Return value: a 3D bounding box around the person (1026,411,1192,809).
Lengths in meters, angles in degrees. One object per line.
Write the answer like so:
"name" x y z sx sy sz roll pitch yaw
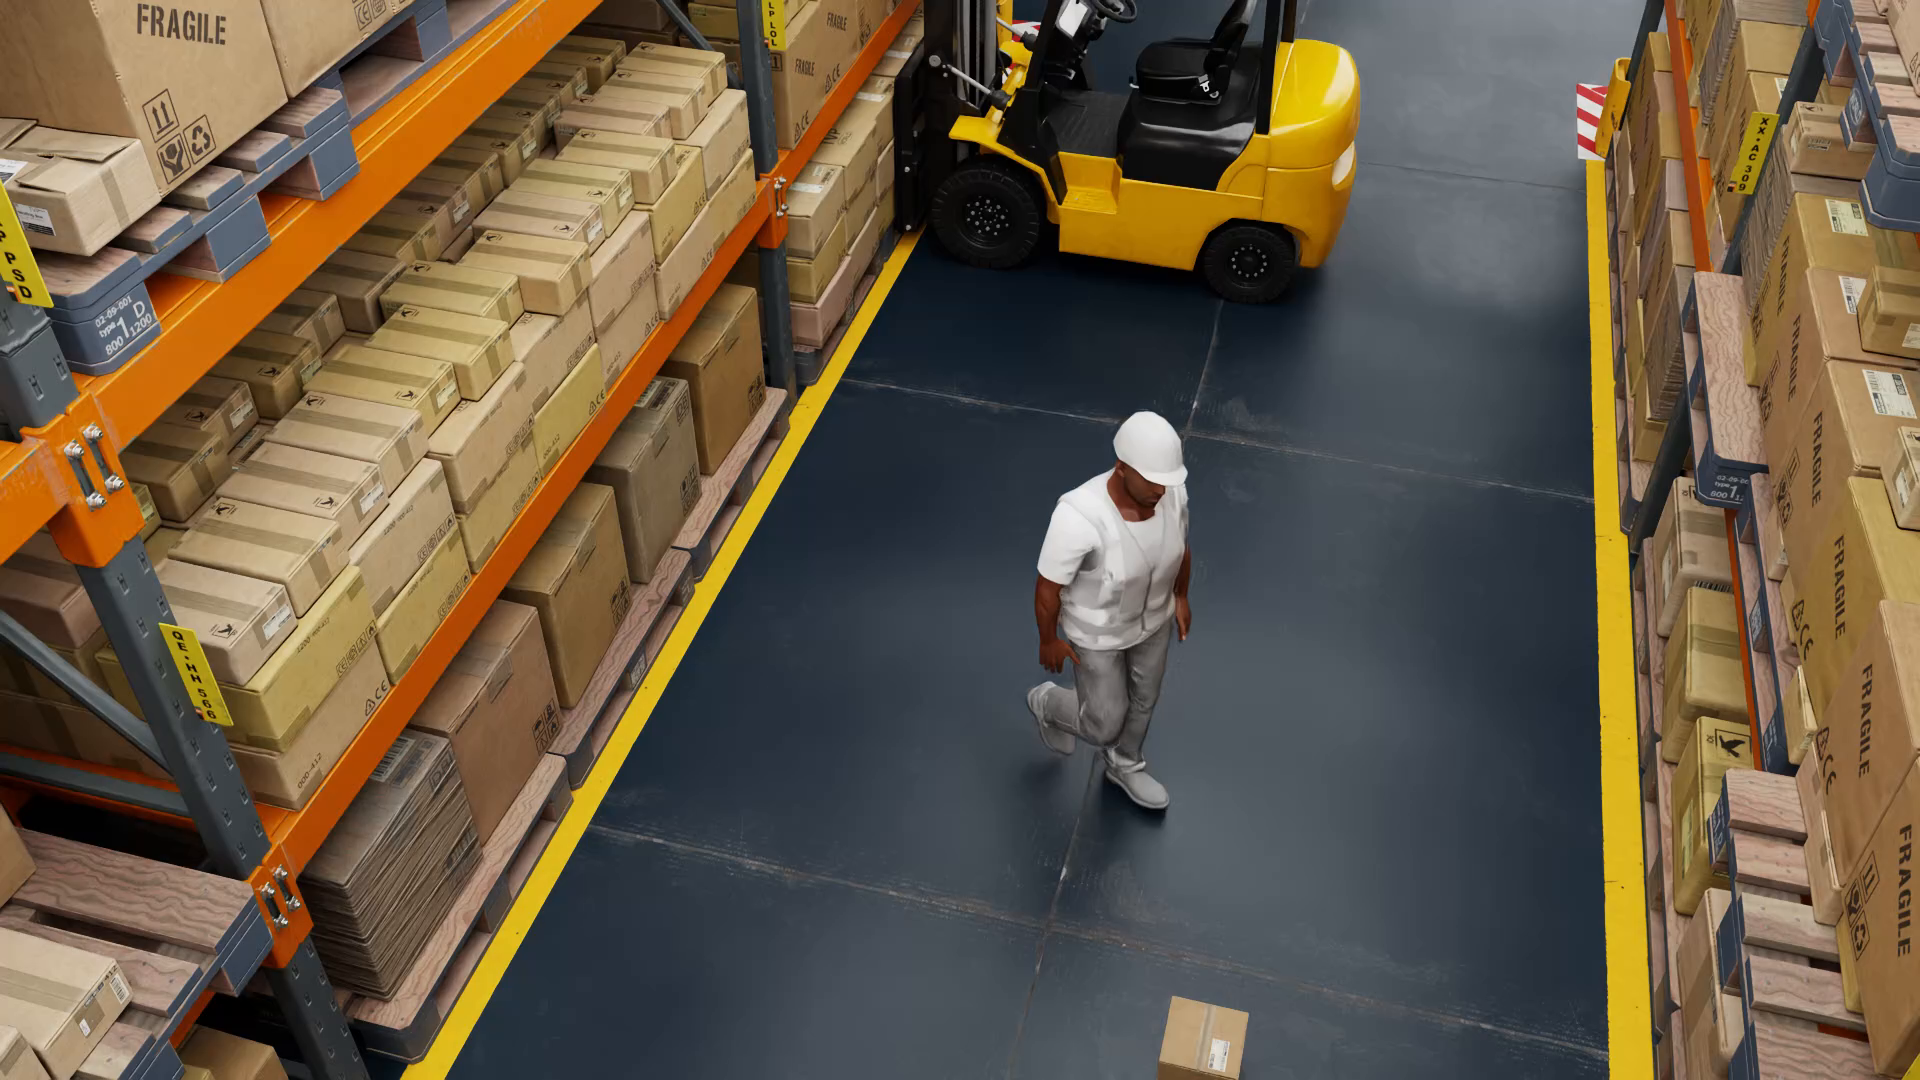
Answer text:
"person" 0.512 0.250 5.834 0.629 1.753 0.604 -24 46 -25
